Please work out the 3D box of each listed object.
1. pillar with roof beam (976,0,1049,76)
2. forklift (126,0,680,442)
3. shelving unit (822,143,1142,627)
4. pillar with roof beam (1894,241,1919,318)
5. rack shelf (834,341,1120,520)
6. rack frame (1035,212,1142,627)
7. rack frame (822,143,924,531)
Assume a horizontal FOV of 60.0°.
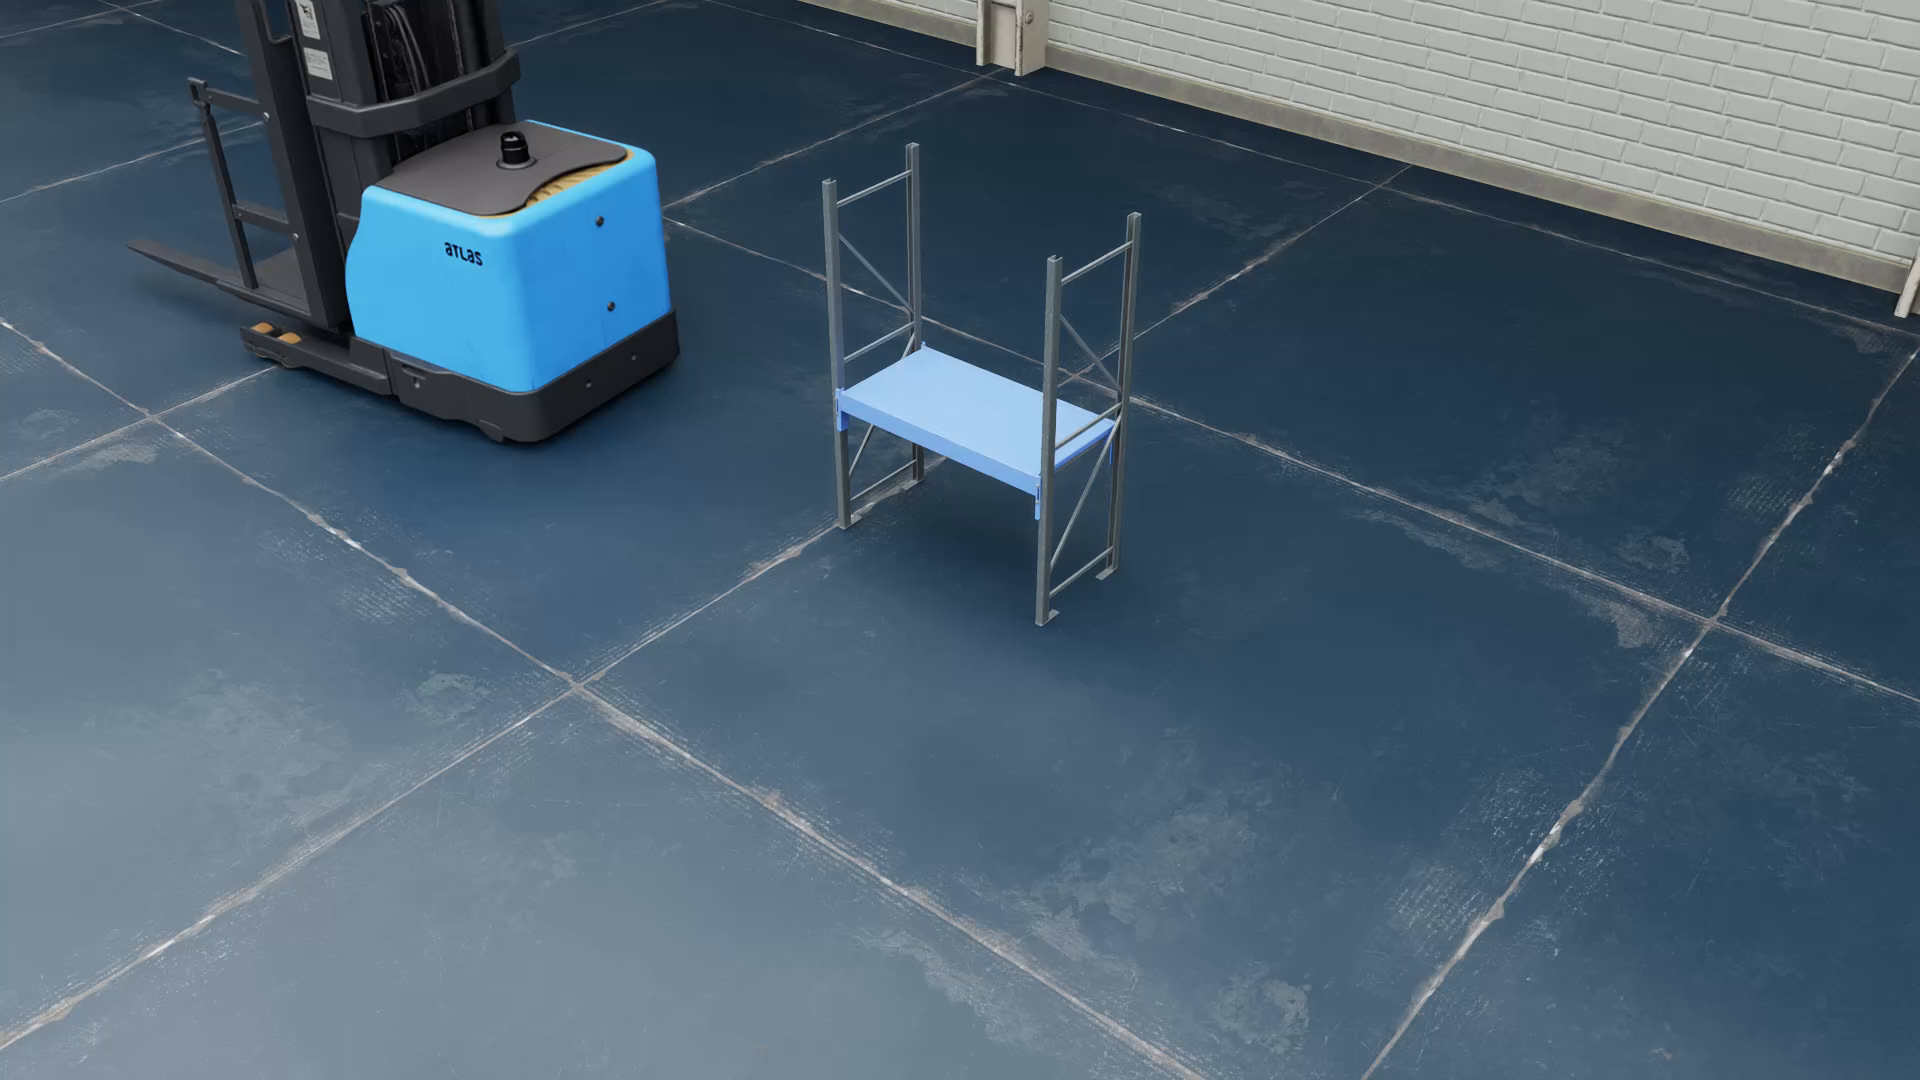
[{"bbox_3d":[-2.394,-5.144,6.291,0.400,9.000,9.100,25,42,32],"label":"pillar with roof beam"},{"bbox_3d":[-2.854,-2.260,7.452,3.031,2.935,1.130,20,39,26],"label":"forklift"},{"bbox_3d":[0.066,-0.587,6.280,1.048,1.500,0.538,25,42,32],"label":"shelving unit"},{"bbox_3d":[2.217,-2.970,3.126,0.400,9.000,9.100,25,42,32],"label":"pillar with roof beam"},{"bbox_3d":[0.066,-0.439,6.382,1.000,0.185,0.538,25,42,32],"label":"rack shelf"},{"bbox_3d":[0.456,-0.403,6.012,0.032,1.500,0.500,25,42,32],"label":"rack frame"},{"bbox_3d":[-0.325,-0.771,6.549,0.032,1.500,0.500,25,42,32],"label":"rack frame"}]
